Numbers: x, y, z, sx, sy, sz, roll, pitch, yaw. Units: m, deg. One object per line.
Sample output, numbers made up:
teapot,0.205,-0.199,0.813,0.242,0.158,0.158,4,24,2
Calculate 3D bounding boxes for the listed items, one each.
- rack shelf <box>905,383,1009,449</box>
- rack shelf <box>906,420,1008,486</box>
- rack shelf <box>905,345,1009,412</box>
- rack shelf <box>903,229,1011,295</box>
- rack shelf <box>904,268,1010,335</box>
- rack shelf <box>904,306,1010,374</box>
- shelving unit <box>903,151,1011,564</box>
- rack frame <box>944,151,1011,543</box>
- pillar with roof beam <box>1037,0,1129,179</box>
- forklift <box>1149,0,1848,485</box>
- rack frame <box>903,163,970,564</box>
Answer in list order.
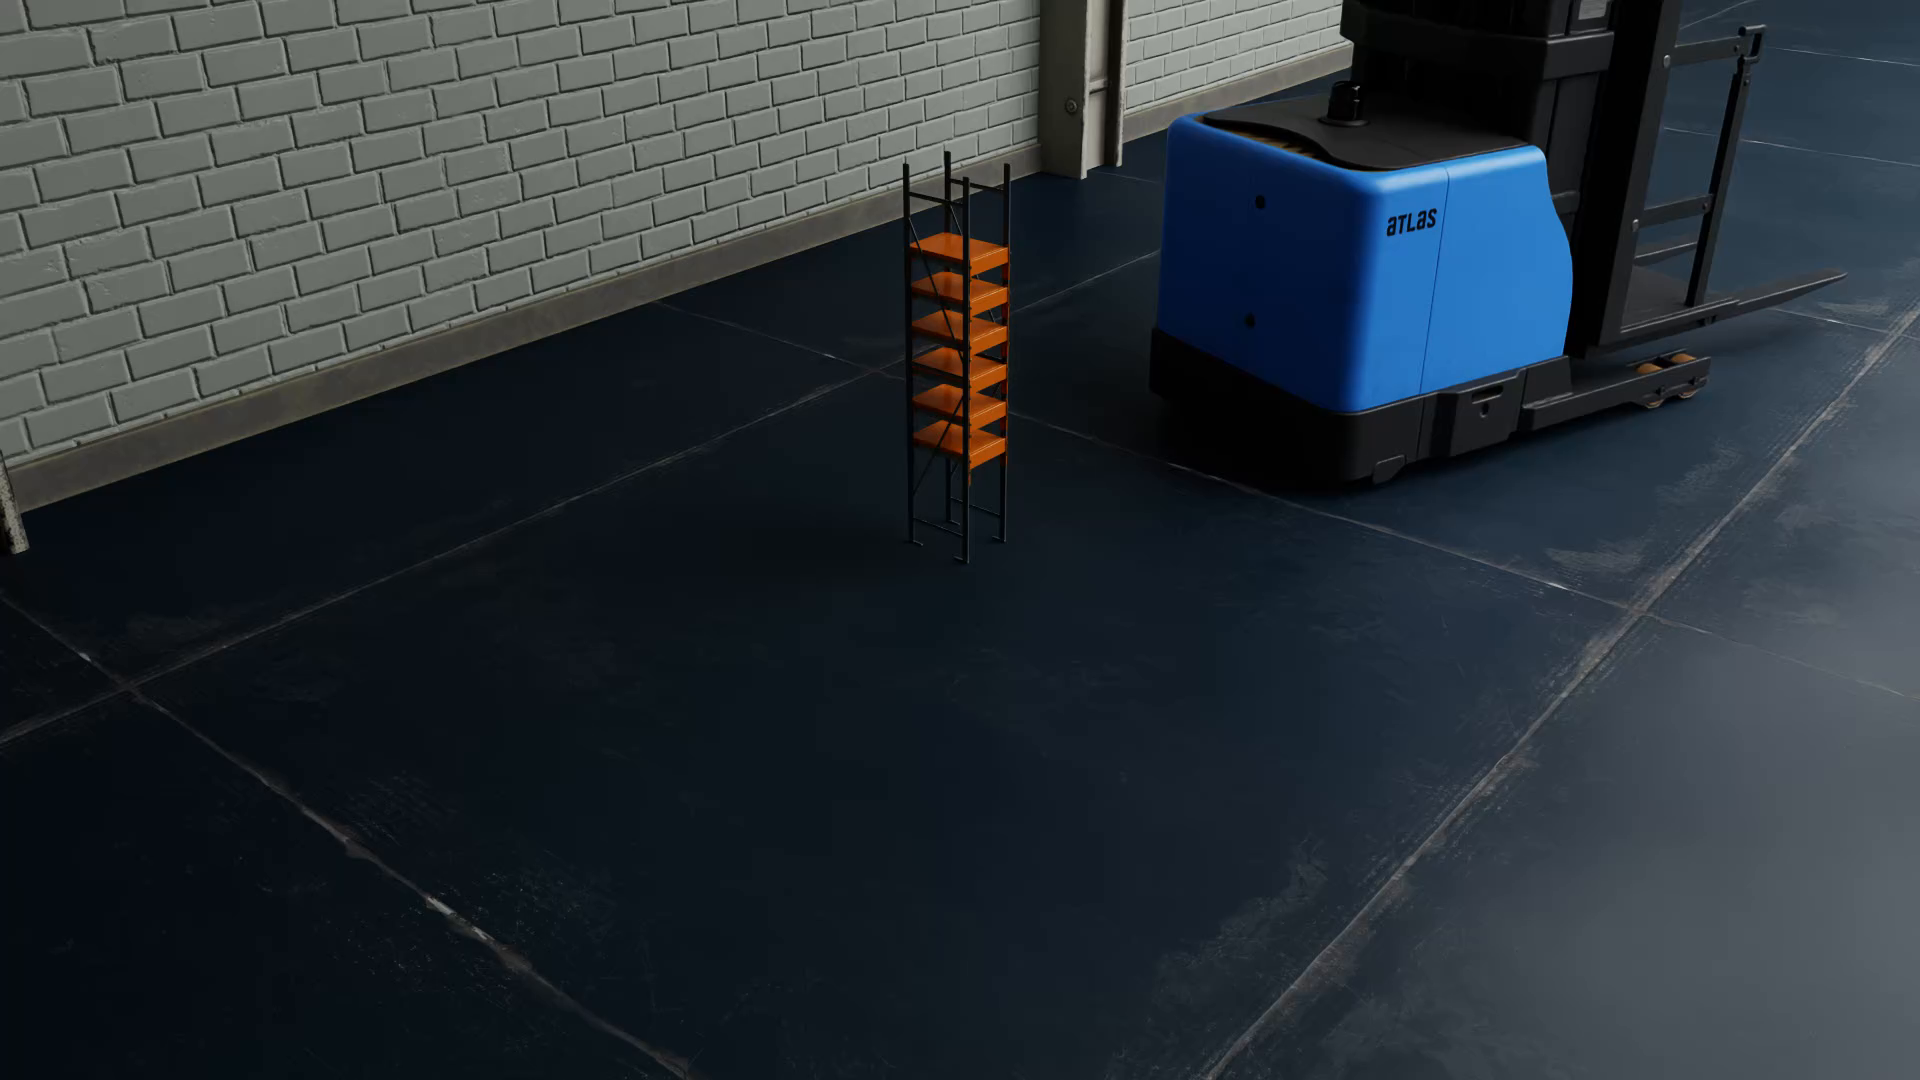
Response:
rack shelf,-0.009,-0.382,5.040,0.258,0.103,0.180,21,34,34
rack shelf,-0.009,-0.275,5.095,0.258,0.103,0.180,21,34,34
rack shelf,-0.009,-0.488,4.985,0.258,0.103,0.180,21,34,34
rack shelf,-0.009,-0.808,4.819,0.258,0.103,0.180,21,34,34
rack shelf,-0.009,-0.701,4.875,0.258,0.103,0.180,21,34,34
rack shelf,-0.009,-0.595,4.930,0.258,0.103,0.180,21,34,34
shelving unit,-0.009,-0.528,4.964,0.258,1.200,0.189,21,34,34
rack frame,0.049,-0.560,5.027,0.240,1.200,0.006,21,34,34
pillar with roof beam,3.986,-4.815,4.764,9.100,9.000,0.400,21,34,34
forklift,2.228,-1.980,5.887,3.031,2.935,1.130,-16,31,-28
rack frame,-0.067,-0.495,4.902,0.240,1.200,0.006,21,34,34
